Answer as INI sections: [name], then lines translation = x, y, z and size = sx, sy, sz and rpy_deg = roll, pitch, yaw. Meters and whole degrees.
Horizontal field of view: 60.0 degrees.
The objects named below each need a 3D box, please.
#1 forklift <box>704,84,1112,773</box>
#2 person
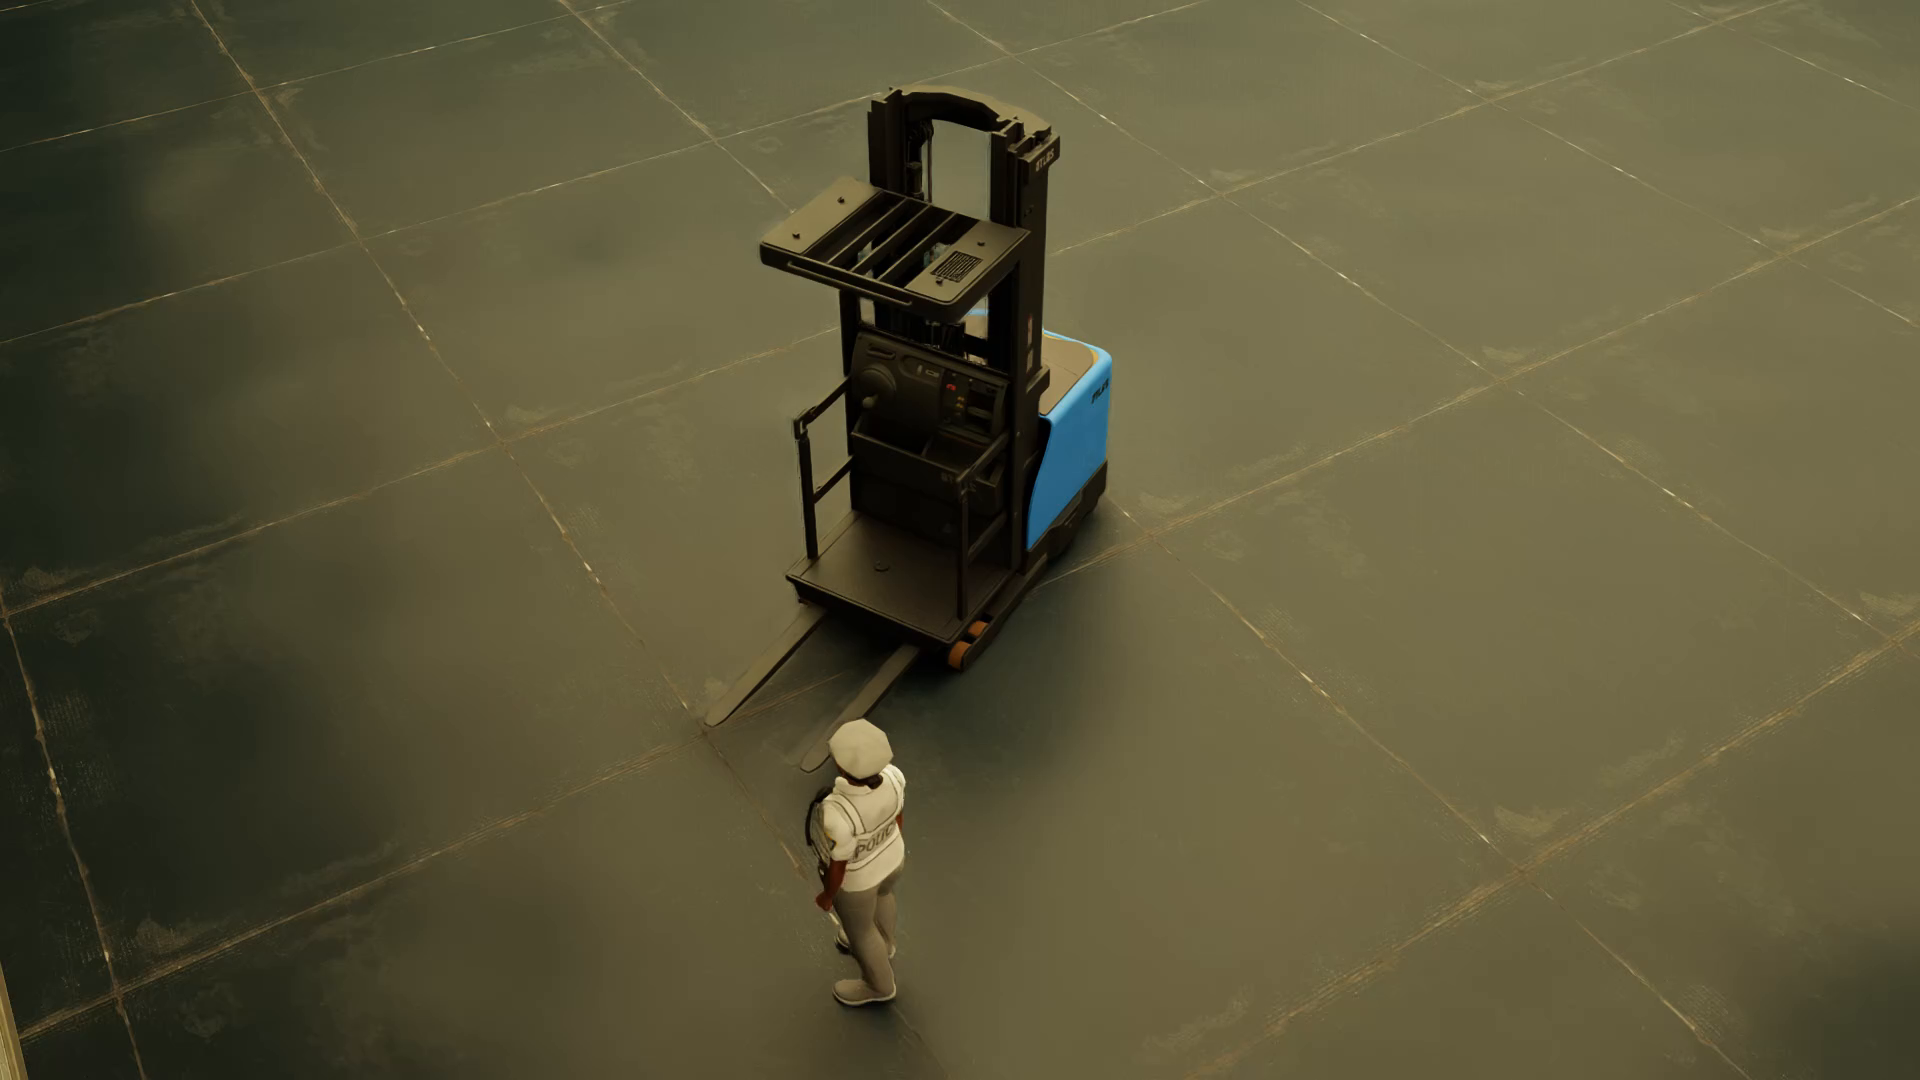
[forklift]
translation = -0.278, -0.727, 8.702
size = 1.130, 2.935, 3.031
rpy_deg = 21, 45, 23
[person]
translation = -0.468, 1.392, 7.234
size = 0.440, 1.687, 0.458
rpy_deg = 30, 49, 30
